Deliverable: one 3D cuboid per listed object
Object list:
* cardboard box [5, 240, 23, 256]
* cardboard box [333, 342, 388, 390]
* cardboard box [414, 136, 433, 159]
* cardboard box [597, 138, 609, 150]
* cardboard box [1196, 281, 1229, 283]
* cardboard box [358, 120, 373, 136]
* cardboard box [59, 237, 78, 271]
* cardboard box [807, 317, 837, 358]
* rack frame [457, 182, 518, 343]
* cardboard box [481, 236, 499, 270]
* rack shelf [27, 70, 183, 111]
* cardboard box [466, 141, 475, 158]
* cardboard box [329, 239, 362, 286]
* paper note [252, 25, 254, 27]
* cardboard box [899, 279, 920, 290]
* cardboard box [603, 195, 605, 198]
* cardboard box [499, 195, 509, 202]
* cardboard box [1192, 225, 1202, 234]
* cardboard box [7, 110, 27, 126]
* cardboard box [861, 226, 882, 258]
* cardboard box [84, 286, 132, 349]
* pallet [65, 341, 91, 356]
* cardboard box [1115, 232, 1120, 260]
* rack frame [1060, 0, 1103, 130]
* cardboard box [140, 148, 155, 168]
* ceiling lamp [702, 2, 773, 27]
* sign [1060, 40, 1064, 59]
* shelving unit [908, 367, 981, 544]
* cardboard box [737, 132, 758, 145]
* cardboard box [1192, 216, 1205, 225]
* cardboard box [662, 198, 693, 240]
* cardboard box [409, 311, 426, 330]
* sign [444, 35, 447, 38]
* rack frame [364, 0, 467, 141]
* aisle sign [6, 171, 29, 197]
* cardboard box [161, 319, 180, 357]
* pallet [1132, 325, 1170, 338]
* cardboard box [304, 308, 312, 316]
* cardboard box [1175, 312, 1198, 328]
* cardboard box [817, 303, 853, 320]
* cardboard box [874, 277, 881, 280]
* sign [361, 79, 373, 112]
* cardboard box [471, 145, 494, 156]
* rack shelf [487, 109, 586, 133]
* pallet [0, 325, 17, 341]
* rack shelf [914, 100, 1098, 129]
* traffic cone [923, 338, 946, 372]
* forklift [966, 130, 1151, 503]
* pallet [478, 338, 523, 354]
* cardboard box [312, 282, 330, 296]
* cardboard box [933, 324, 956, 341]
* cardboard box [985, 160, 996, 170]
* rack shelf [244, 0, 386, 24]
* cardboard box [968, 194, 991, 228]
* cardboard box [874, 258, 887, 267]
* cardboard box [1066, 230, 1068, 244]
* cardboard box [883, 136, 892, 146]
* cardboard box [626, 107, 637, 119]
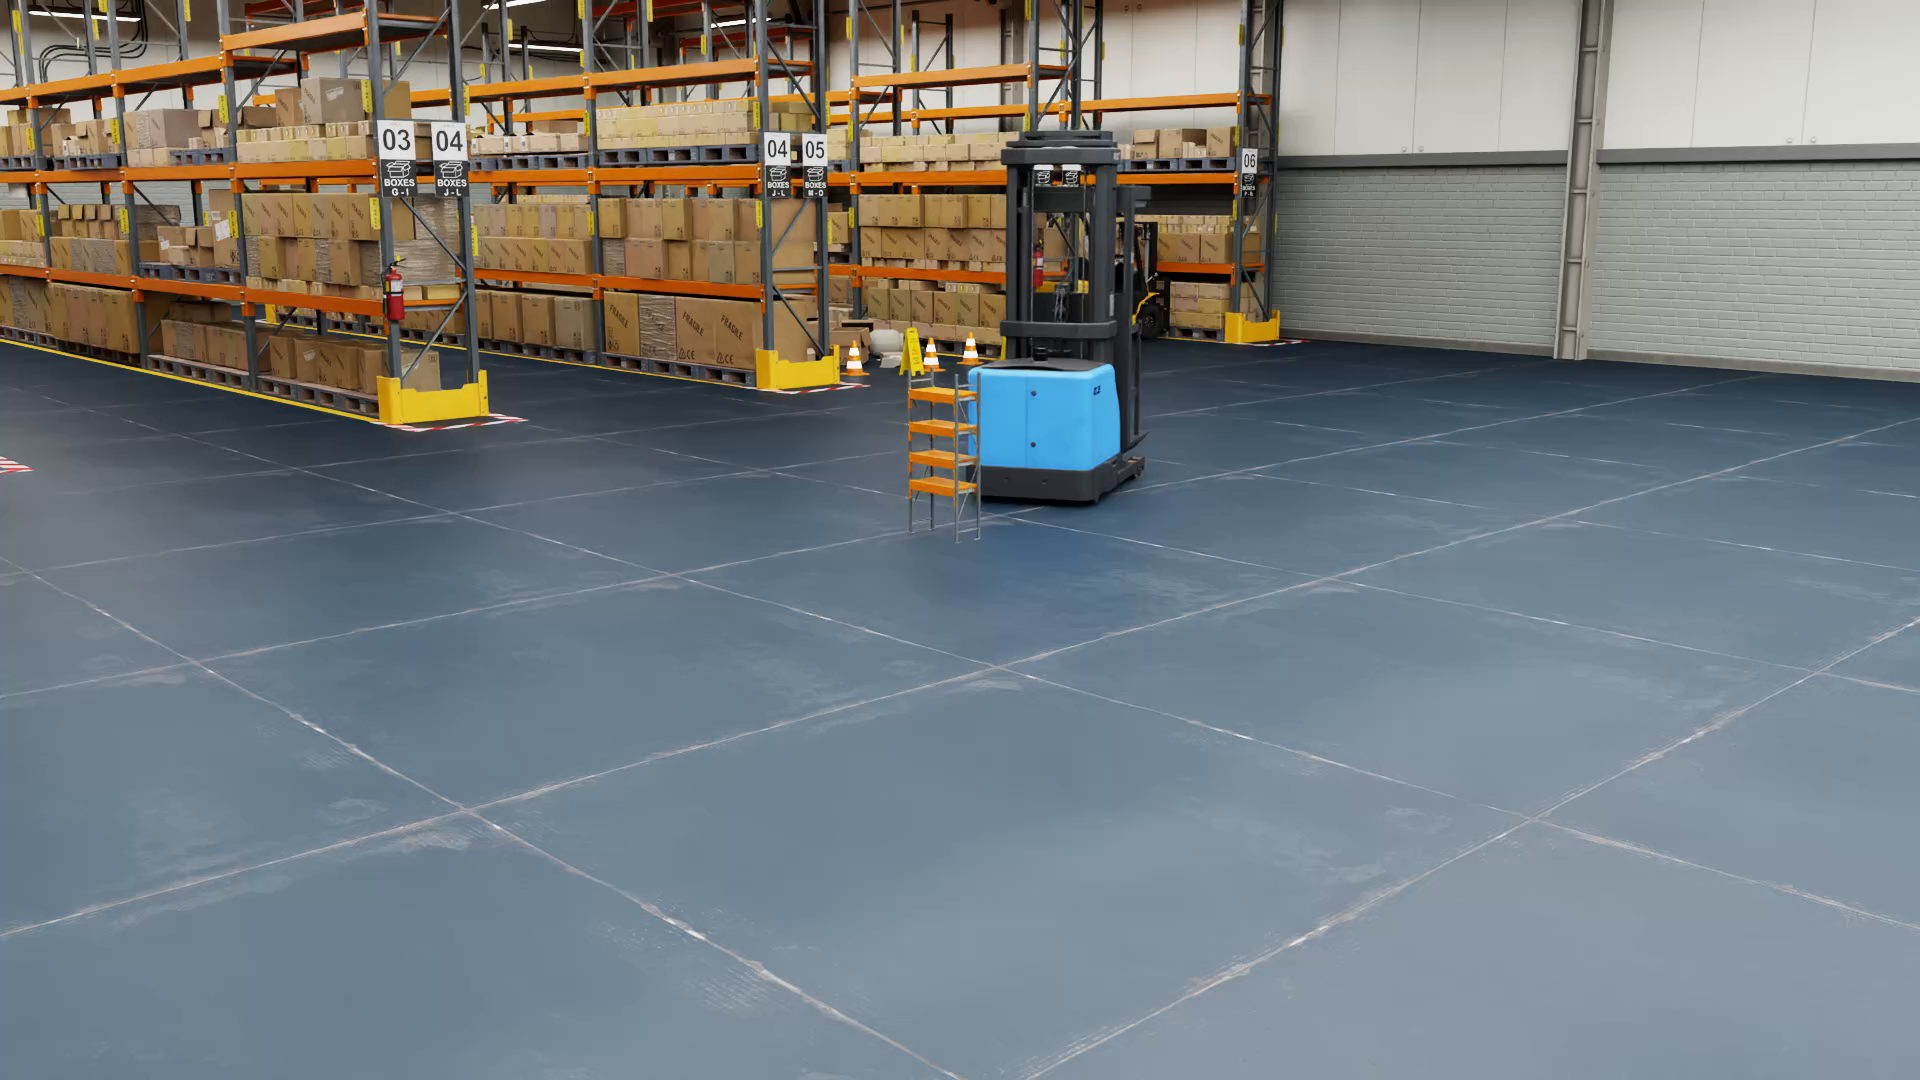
[{"bbox_3d":[-15.617,-4.884,27.818,0.500,0.250,0.500,-11,16,-44],"label":"cardboard box"},{"bbox_3d":[-7.051,-2.060,19.629,0.500,0.500,0.500,-9,15,-37],"label":"cardboard box"},{"bbox_3d":[-5.921,-4.310,18.338,0.500,0.250,0.500,-10,15,-41],"label":"cardboard box"},{"bbox_3d":[-4.876,-5.569,23.409,0.380,0.149,0.250,-11,16,-43],"label":"cardboard box"},{"bbox_3d":[4.436,-4.399,29.126,0.500,0.250,0.500,-11,16,-42],"label":"cardboard box"},{"bbox_3d":[-6.193,-4.396,17.767,0.380,0.149,0.250,-11,16,-43],"label":"cardboard box"},{"bbox_3d":[-13.578,-4.434,25.749,0.500,0.500,0.500,-11,16,-42],"label":"cardboard box"},{"bbox_3d":[-2.304,-3.072,25.239,0.797,0.637,0.503,-11,16,-43],"label":"cardboard box"},{"bbox_3d":[-7.643,-4.652,27.060,1.000,3.000,0.127,-11,16,-43],"label":"rack frame"},{"bbox_3d":[-7.175,-4.524,26.191,0.500,0.500,0.500,-11,16,-43],"label":"cardboard box"},{"bbox_3d":[-12.682,-6.658,24.701,1.077,0.370,4.000,-11,16,-43],"label":"rack shelf"},{"bbox_3d":[-8.221,-6.218,26.979,0.500,0.500,0.500,-11,16,-43],"label":"cardboard box"},{"bbox_3d":[-6.568,-3.143,18.750,0.875,0.500,0.500,-11,16,-43],"label":"cardboard box"},{"bbox_3d":[-13.341,-9.692,31.373,0.001,0.032,0.123,-11,16,-43],"label":"paper note"},{"bbox_3d":[-0.759,-4.092,26.647,0.380,0.149,0.250,-10,15,-40],"label":"cardboard box"},{"bbox_3d":[-7.114,-6.914,33.706,0.380,0.149,0.250,-11,16,-42],"label":"cardboard box"},{"bbox_3d":[-9.613,-7.290,35.531,0.380,0.149,0.250,-10,16,-41],"label":"cardboard box"},{"bbox_3d":[4.204,-5.339,28.539,0.380,0.149,0.250,-11,16,-42],"label":"cardboard box"},{"bbox_3d":[-15.437,-6.987,27.565,0.500,0.250,0.500,11,16,43],"label":"cardboard box"},{"bbox_3d":[-1.268,-4.865,27.105,0.500,0.500,0.500,-11,16,-43],"label":"cardboard box"},{"bbox_3d":[-12.372,-3.376,25.088,1.225,0.875,0.875,-11,16,-42],"label":"cardboard box"},{"bbox_3d":[-13.475,-3.092,26.396,1.003,0.211,1.213,-11,16,-43],"label":"pallet"},{"bbox_3d":[3.057,-5.266,29.789,0.500,0.500,0.500,-11,16,-43],"label":"cardboard box"},{"bbox_3d":[2.217,-8.404,30.400,1.000,3.000,0.127,-11,16,-43],"label":"rack frame"},{"bbox_3d":[-10.806,-5.193,22.620,0.500,0.250,0.500,-10,16,-41],"label":"cardboard box"},{"bbox_3d":[-4.319,-12.002,33.398,0.800,3.185,2.000,-11,16,-43],"label":"ceiling lamp"},{"bbox_3d":[1.833,-8.823,29.923,0.100,0.325,0.005,-11,16,-43],"label":"sign"},{"bbox_3d":[-0.114,-0.612,11.908,0.258,1.200,0.503,-11,16,-43],"label":"shelving unit"},{"bbox_3d":[-2.593,-5.087,21.069,0.380,0.149,0.250,-11,16,-43],"label":"cardboard box"},{"bbox_3d":[4.186,-5.483,28.499,0.380,0.149,0.250,-10,16,-41],"label":"cardboard box"},{"bbox_3d":[-3.542,-4.374,22.661,0.875,0.550,0.500,-11,16,-43],"label":"cardboard box"},{"bbox_3d":[-9.020,-3.845,28.293,0.500,0.500,0.500,11,16,43],"label":"cardboard box"},{"bbox_3d":[-8.029,-8.010,25.978,0.100,0.325,0.005,-11,16,-43],"label":"sign"},{"bbox_3d":[-5.776,-5.747,17.504,1.000,3.000,0.127,-11,16,-43],"label":"rack frame"},{"bbox_3d":[-16.658,-6.469,29.435,0.394,0.787,0.004,-11,16,-43],"label":"aisle sign"},{"bbox_3d":[-10.823,-2.872,23.523,0.500,0.500,0.700,11,16,42],"label":"cardboard box"},{"bbox_3d":[3.582,-3.800,29.831,1.003,0.211,1.213,-11,16,-43],"label":"pallet"},{"bbox_3d":[-12.170,-4.321,31.476,0.250,0.149,0.380,11,16,42],"label":"cardboard box"},{"bbox_3d":[4.090,-3.839,28.885,0.500,0.250,0.500,-11,16,-43],"label":"cardboard box"},{"bbox_3d":[-2.234,-3.872,28.745,0.950,0.372,0.625,-10,15,-39],"label":"cardboard box"},{"bbox_3d":[-1.580,-5.510,34.769,0.380,0.149,0.250,-10,15,-41],"label":"cardboard box"},{"bbox_3d":[-6.191,-4.637,17.356,0.100,0.325,0.005,-11,16,-43],"label":"sign"},{"bbox_3d":[-7.528,-6.182,26.385,0.250,0.149,0.380,11,16,43],"label":"cardboard box"},{"bbox_3d":[-8.276,-8.623,34.237,1.077,0.370,4.000,-11,16,-43],"label":"rack shelf"},{"bbox_3d":[-16.216,-3.672,29.211,1.003,0.211,1.213,-11,16,-43],"label":"pallet"},{"bbox_3d":[0.836,-8.147,31.930,1.077,0.370,4.000,-11,16,-43],"label":"rack shelf"},{"bbox_3d":[-0.406,-2.626,23.509,0.336,0.463,0.334,-11,16,-43],"label":"traffic cone"},{"bbox_3d":[0.999,-1.988,14.297,1.130,2.935,3.031,4,12,18],"label":"forklift"},{"bbox_3d":[-7.153,-3.161,26.732,1.003,0.211,1.213,-11,16,-43],"label":"pallet"},{"bbox_3d":[-7.234,-2.902,19.188,0.380,0.149,0.250,-11,16,-43],"label":"cardboard box"},{"bbox_3d":[-0.079,-3.281,26.177,0.500,0.250,0.500,11,16,43],"label":"cardboard box"},{"bbox_3d":[0.589,-5.624,24.964,0.380,0.149,0.250,-10,15,-41],"label":"cardboard box"},{"bbox_3d":[-11.787,-9.742,30.442,1.077,0.370,4.000,-11,16,-43],"label":"rack shelf"},{"bbox_3d":[0.537,-4.993,25.249,0.700,0.500,0.500,-11,16,-42],"label":"cardboard box"},{"bbox_3d":[-1.173,-4.530,27.087,0.380,0.149,0.250,-10,15,-41],"label":"cardboard box"},{"bbox_3d":[1.693,-5.673,31.145,0.500,0.250,0.500,-11,16,-44],"label":"cardboard box"},{"bbox_3d":[-1.013,-6.345,26.486,0.250,0.149,0.380,11,16,43],"label":"cardboard box"},{"bbox_3d":[-4.348,-5.848,22.789,0.380,0.149,0.250,-11,16,-43],"label":"cardboard box"}]
